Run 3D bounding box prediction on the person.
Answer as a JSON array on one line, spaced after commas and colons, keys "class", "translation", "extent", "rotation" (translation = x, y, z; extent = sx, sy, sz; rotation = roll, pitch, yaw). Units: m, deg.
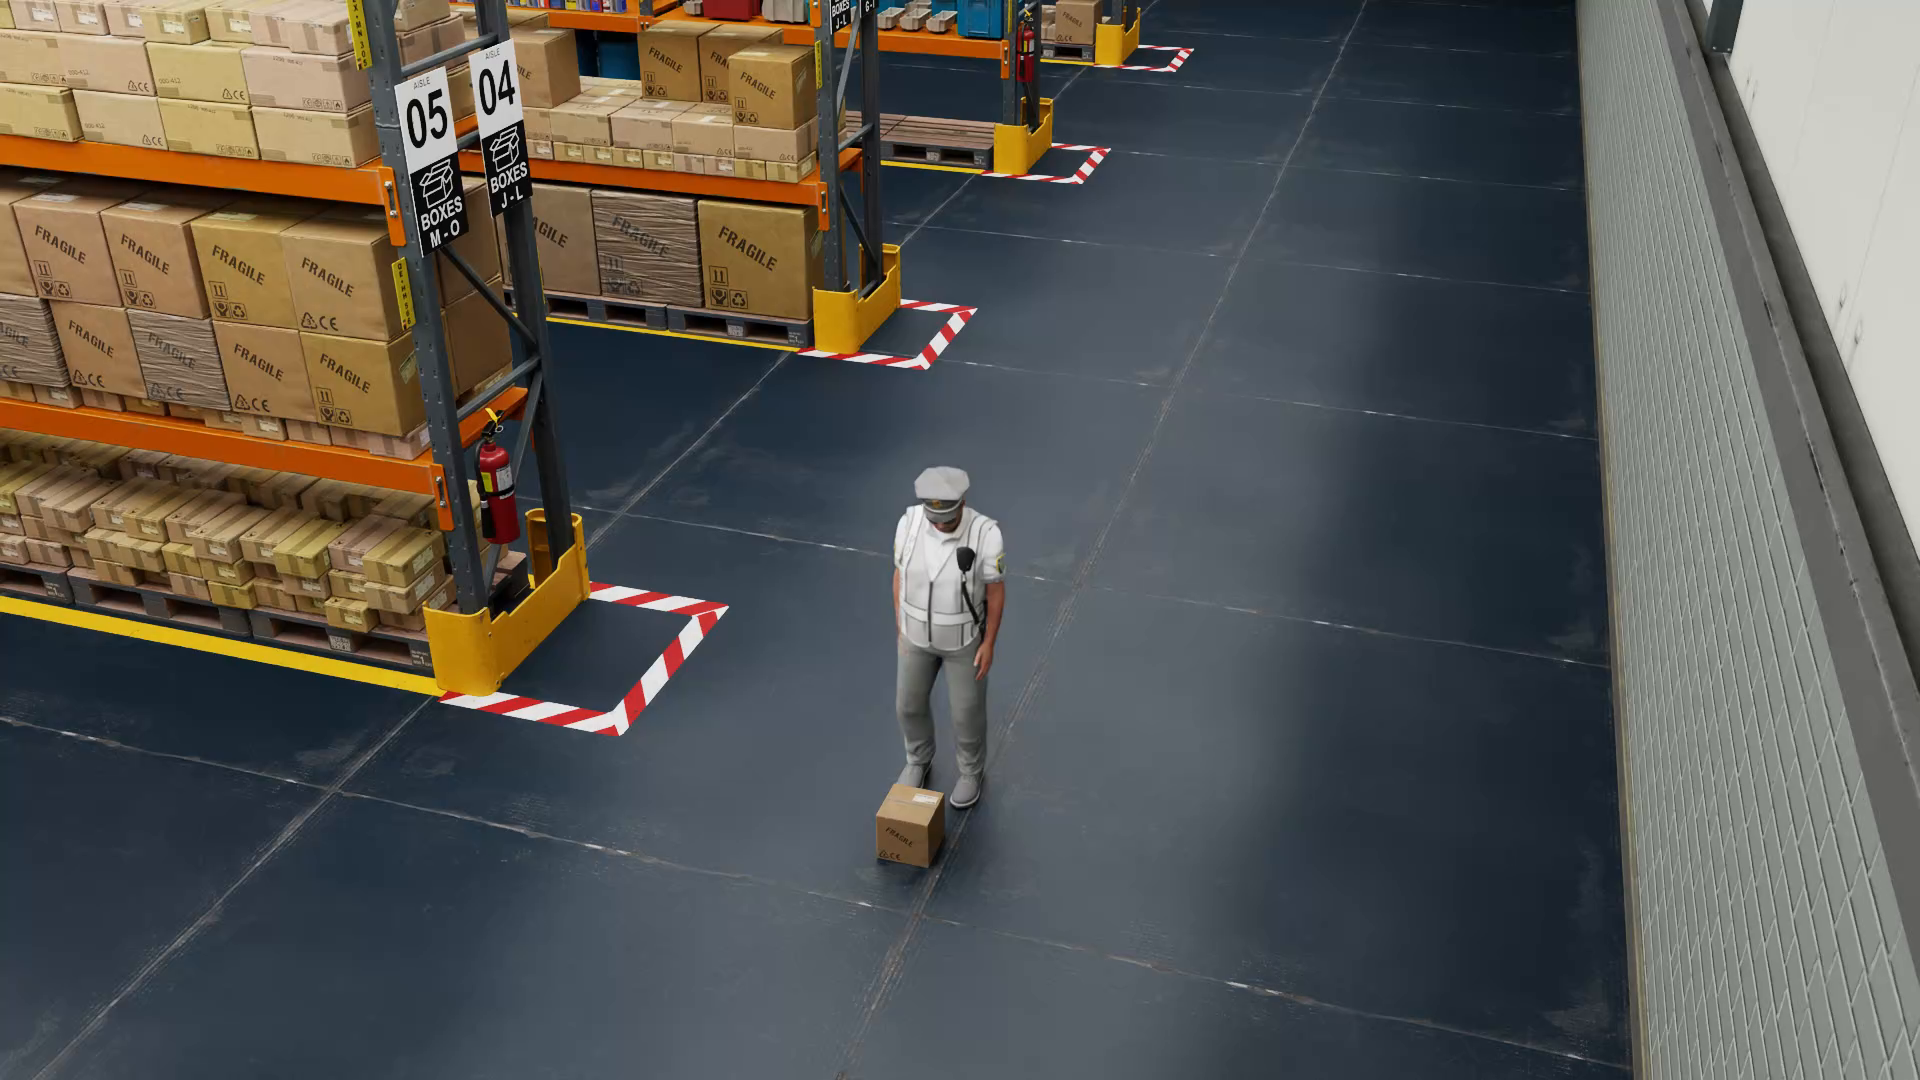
[{"class": "person", "translation": [-0.054, 0.441, 7.741], "extent": [0.540, 1.729, 0.407], "rotation": [9, 30, 16]}]
